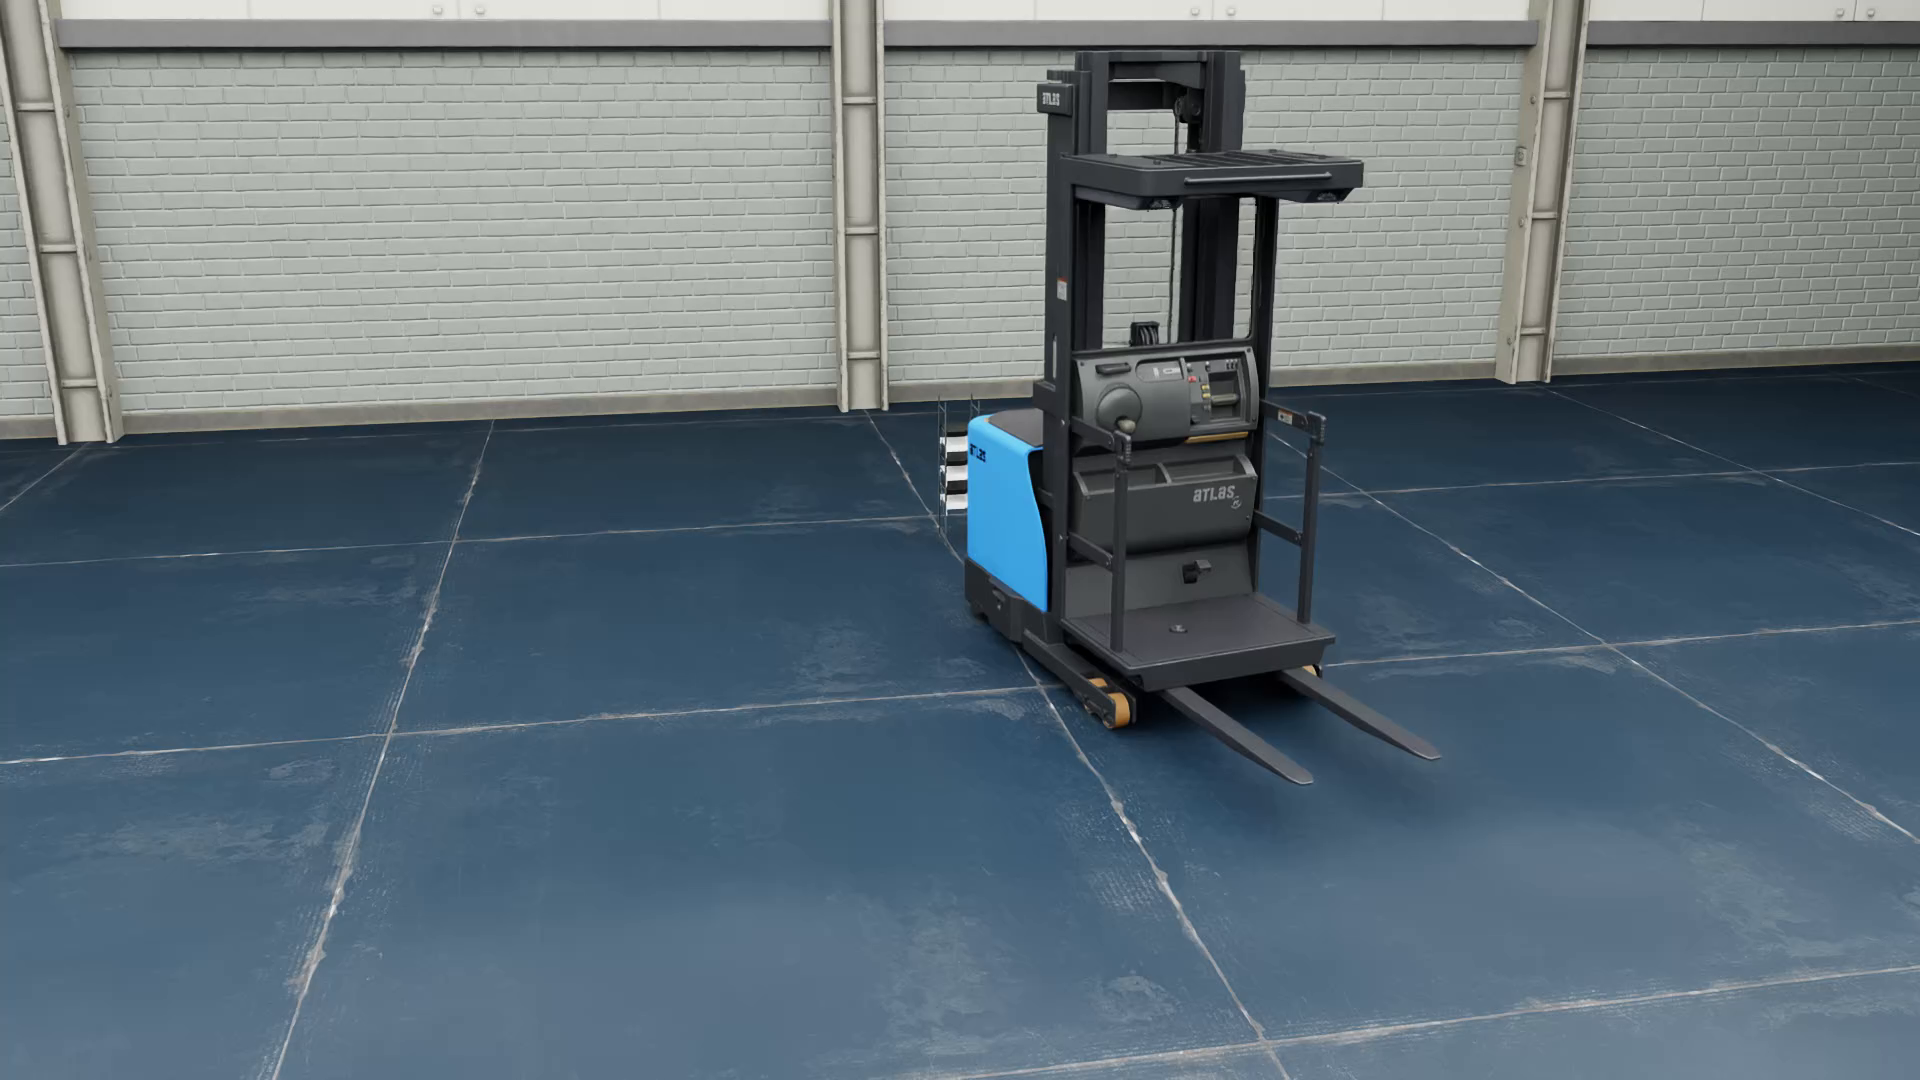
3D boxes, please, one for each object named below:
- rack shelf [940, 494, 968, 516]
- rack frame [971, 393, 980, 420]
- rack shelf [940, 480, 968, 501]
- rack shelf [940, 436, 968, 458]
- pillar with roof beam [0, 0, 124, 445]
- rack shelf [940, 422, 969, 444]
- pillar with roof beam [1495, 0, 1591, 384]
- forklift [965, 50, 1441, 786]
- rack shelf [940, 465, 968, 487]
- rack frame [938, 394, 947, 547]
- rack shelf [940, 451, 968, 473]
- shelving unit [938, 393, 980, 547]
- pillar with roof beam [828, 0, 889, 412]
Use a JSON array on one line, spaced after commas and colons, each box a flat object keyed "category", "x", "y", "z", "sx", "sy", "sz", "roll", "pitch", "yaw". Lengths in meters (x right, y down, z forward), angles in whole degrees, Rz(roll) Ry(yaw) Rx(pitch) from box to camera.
[{"category": "rack shelf", "x": -0.008, "y": -0.226, "z": 10.241, "sx": 0.200, "sy": 0.077, "sz": 0.258, "roll": -3, "pitch": 17, "yaw": -10}, {"category": "rack frame", "x": 0.092, "y": -0.435, "z": 10.197, "sx": 0.006, "sy": 0.900, "sz": 0.240, "roll": -3, "pitch": 17, "yaw": -10}, {"category": "rack shelf", "x": -0.008, "y": -0.312, "z": 10.214, "sx": 0.200, "sy": 0.077, "sz": 0.258, "roll": -3, "pitch": 17, "yaw": -10}, {"category": "rack shelf", "x": -0.008, "y": -0.570, "z": 10.135, "sx": 0.200, "sy": 0.077, "sz": 0.258, "roll": -3, "pitch": 17, "yaw": -10}, {"category": "pillar with roof beam", "x": -5.889, "y": -3.841, "z": 7.490, "sx": 0.400, "sy": 9.000, "sz": 9.100, "roll": -3, "pitch": 17, "yaw": -10}, {"category": "rack shelf", "x": -0.008, "y": -0.656, "z": 10.109, "sx": 0.200, "sy": 0.077, "sz": 0.258, "roll": -3, "pitch": 17, "yaw": -10}, {"category": "pillar with roof beam", "x": 5.893, "y": -4.509, "z": 9.666, "sx": 0.400, "sy": 9.000, "sz": 9.100, "roll": -3, "pitch": 17, "yaw": -10}, {"category": "forklift", "x": 1.056, "y": -0.686, "z": 7.552, "sx": 1.130, "sy": 2.935, "sz": 3.031, "roll": -7, "pitch": 18, "yaw": -21}, {"category": "rack shelf", "x": -0.008, "y": -0.398, "z": 10.188, "sx": 0.200, "sy": 0.077, "sz": 0.258, "roll": -3, "pitch": 17, "yaw": -10}, {"category": "rack frame", "x": -0.108, "y": -0.424, "z": 10.160, "sx": 0.006, "sy": 0.900, "sz": 0.240, "roll": -3, "pitch": 17, "yaw": -10}, {"category": "rack shelf", "x": -0.008, "y": -0.484, "z": 10.162, "sx": 0.200, "sy": 0.077, "sz": 0.258, "roll": -3, "pitch": 17, "yaw": -10}, {"category": "shelving unit", "x": -0.008, "y": -0.430, "z": 10.178, "sx": 0.210, "sy": 0.900, "sz": 0.258, "roll": -3, "pitch": 17, "yaw": -10}, {"category": "pillar with roof beam", "x": 0.002, "y": -4.175, "z": 8.578, "sx": 0.400, "sy": 9.000, "sz": 9.100, "roll": -3, "pitch": 17, "yaw": -10}]
